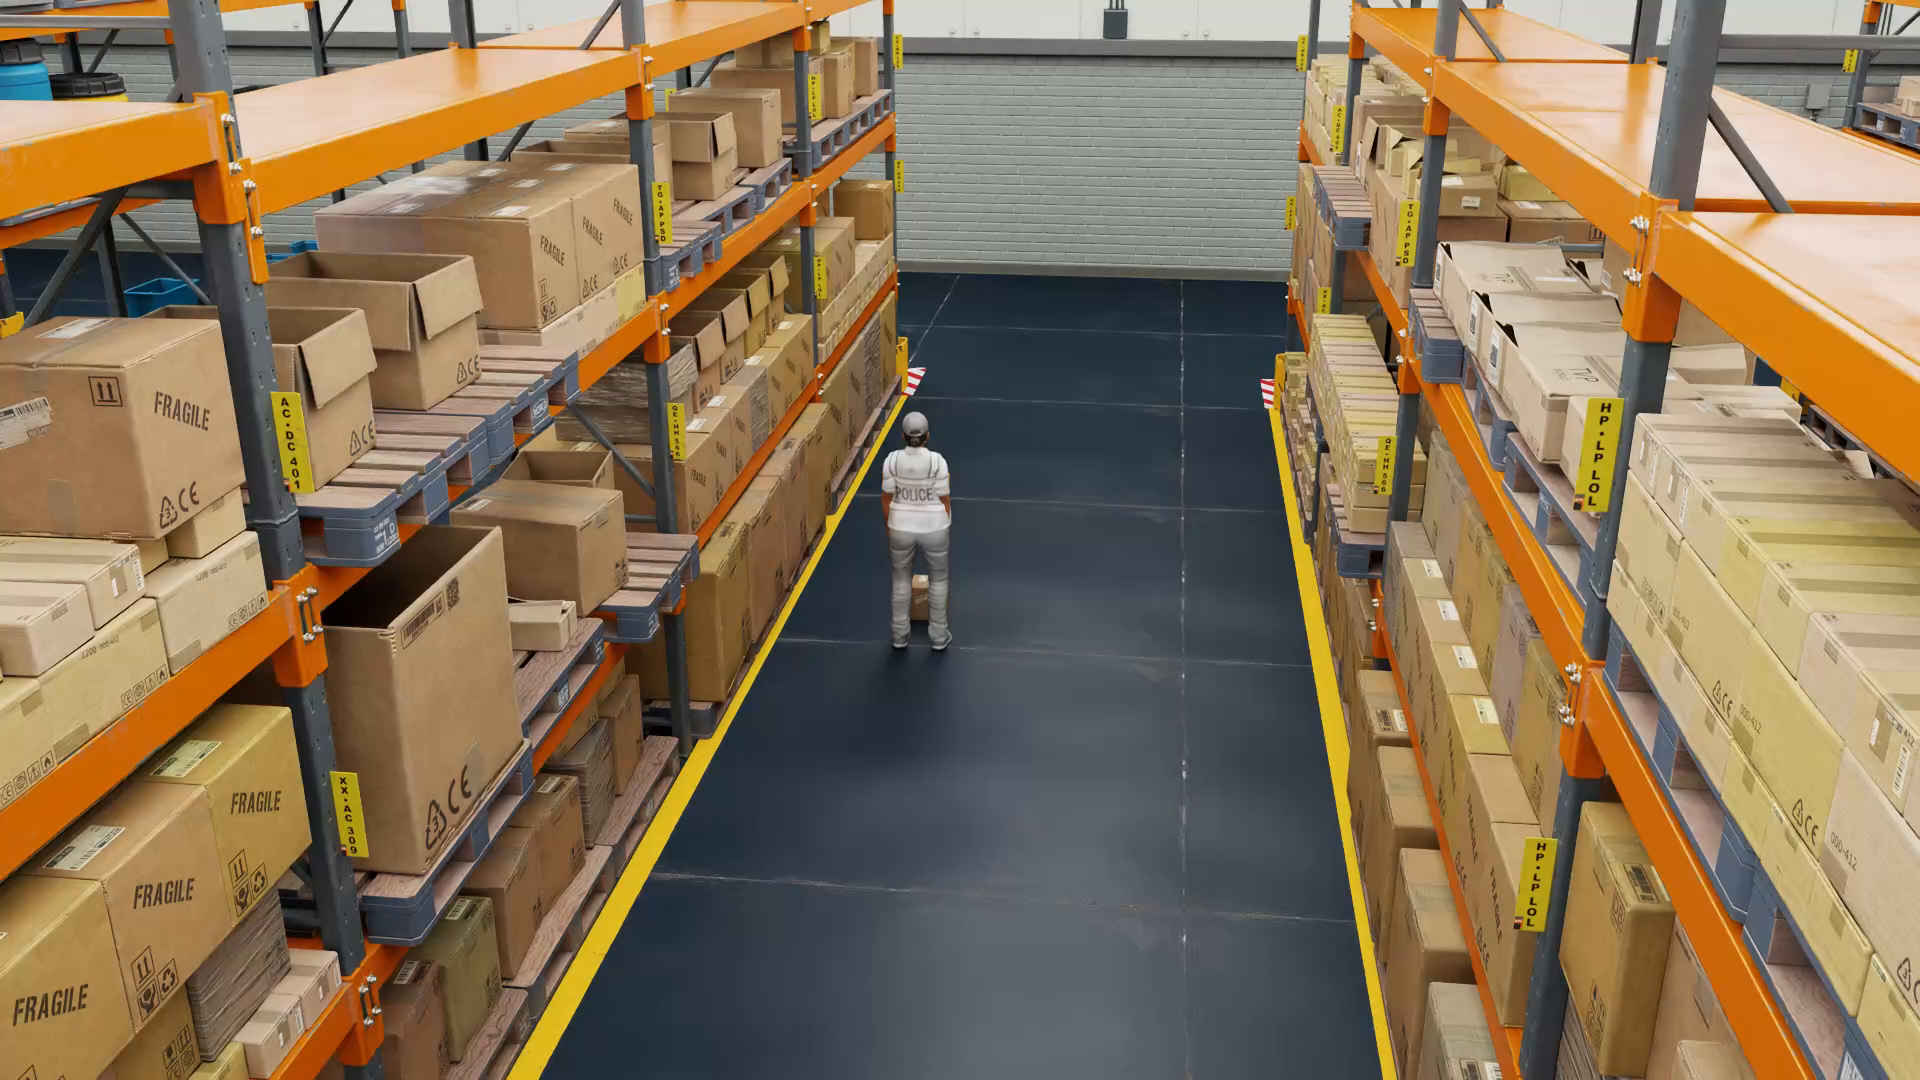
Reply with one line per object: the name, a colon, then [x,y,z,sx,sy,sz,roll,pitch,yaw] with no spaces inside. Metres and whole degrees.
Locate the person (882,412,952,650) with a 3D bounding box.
person: [-0.291,-0.067,11.262,0.467,1.660,0.390,3,22,8]
